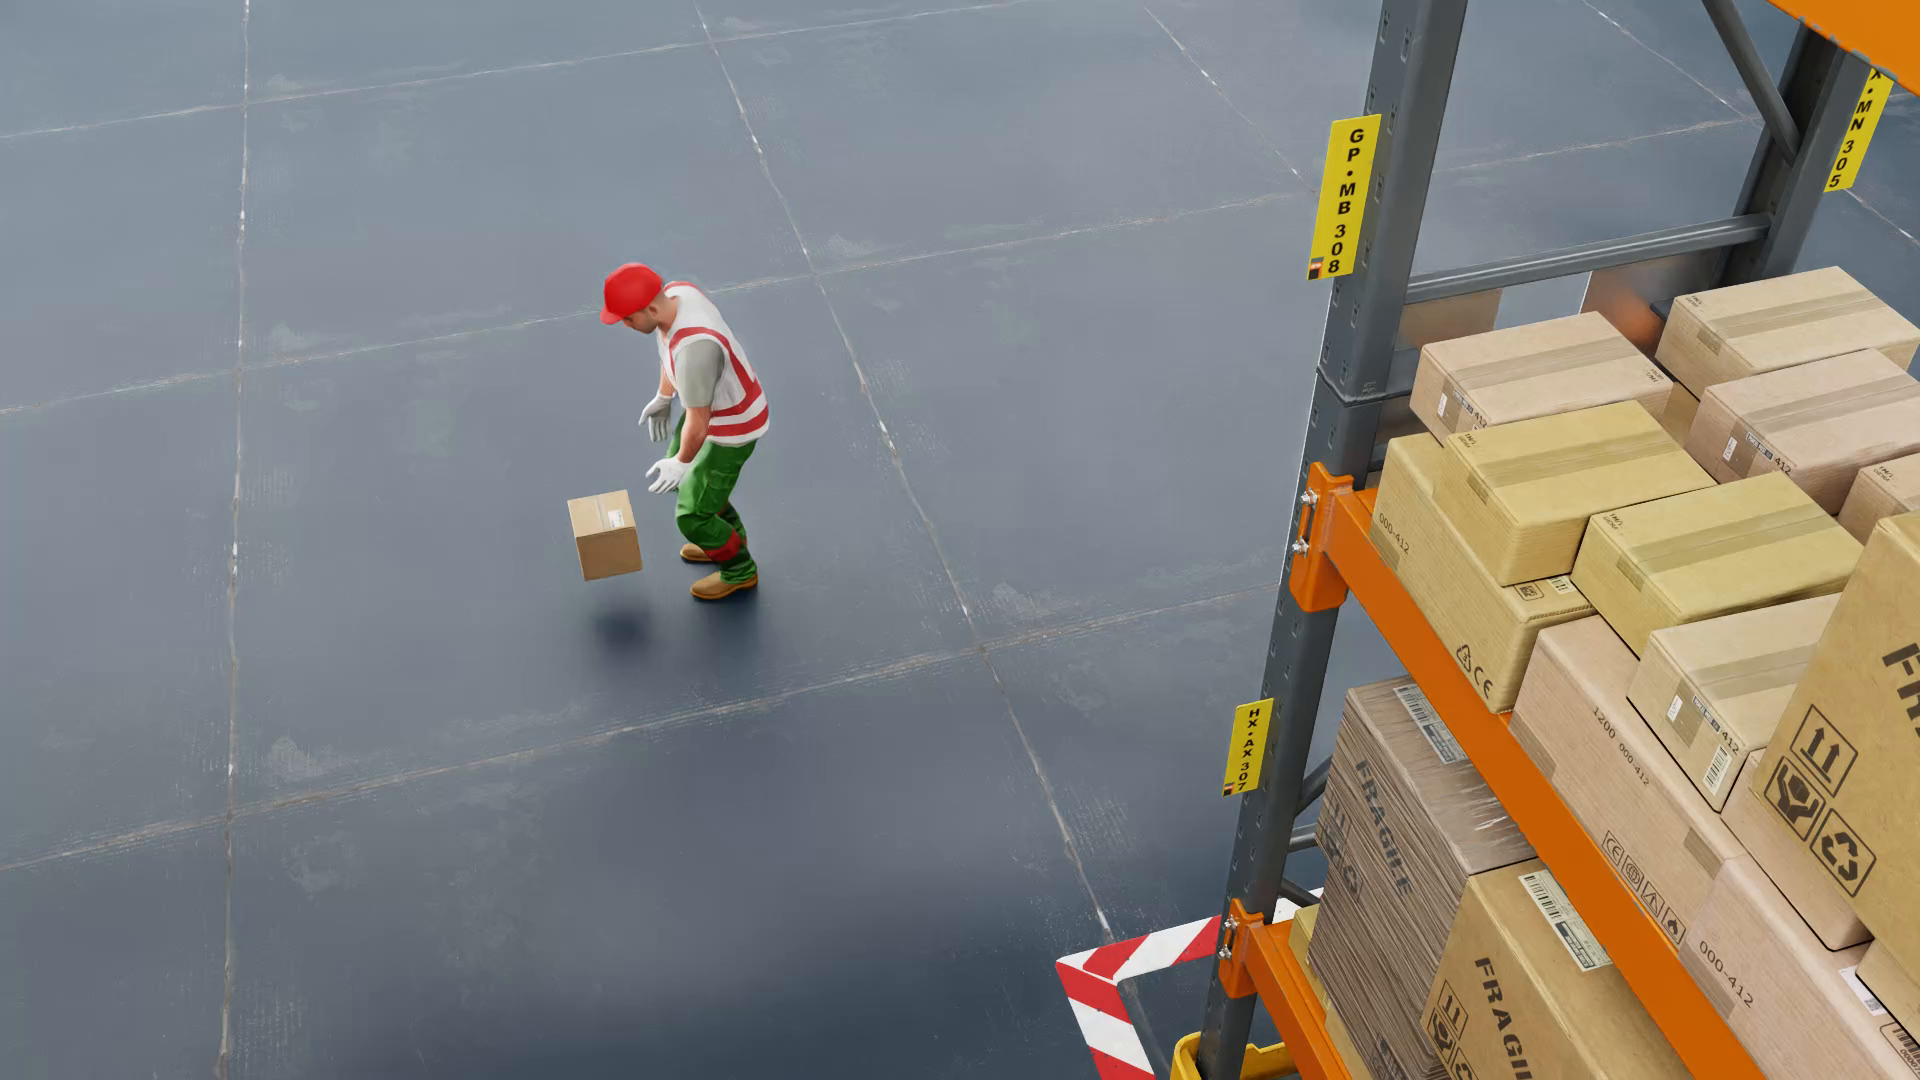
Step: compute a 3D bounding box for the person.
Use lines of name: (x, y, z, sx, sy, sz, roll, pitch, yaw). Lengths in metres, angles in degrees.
person: (-1.075, -0.446, 6.763, 0.602, 1.627, 0.568, -11, 43, -12)
